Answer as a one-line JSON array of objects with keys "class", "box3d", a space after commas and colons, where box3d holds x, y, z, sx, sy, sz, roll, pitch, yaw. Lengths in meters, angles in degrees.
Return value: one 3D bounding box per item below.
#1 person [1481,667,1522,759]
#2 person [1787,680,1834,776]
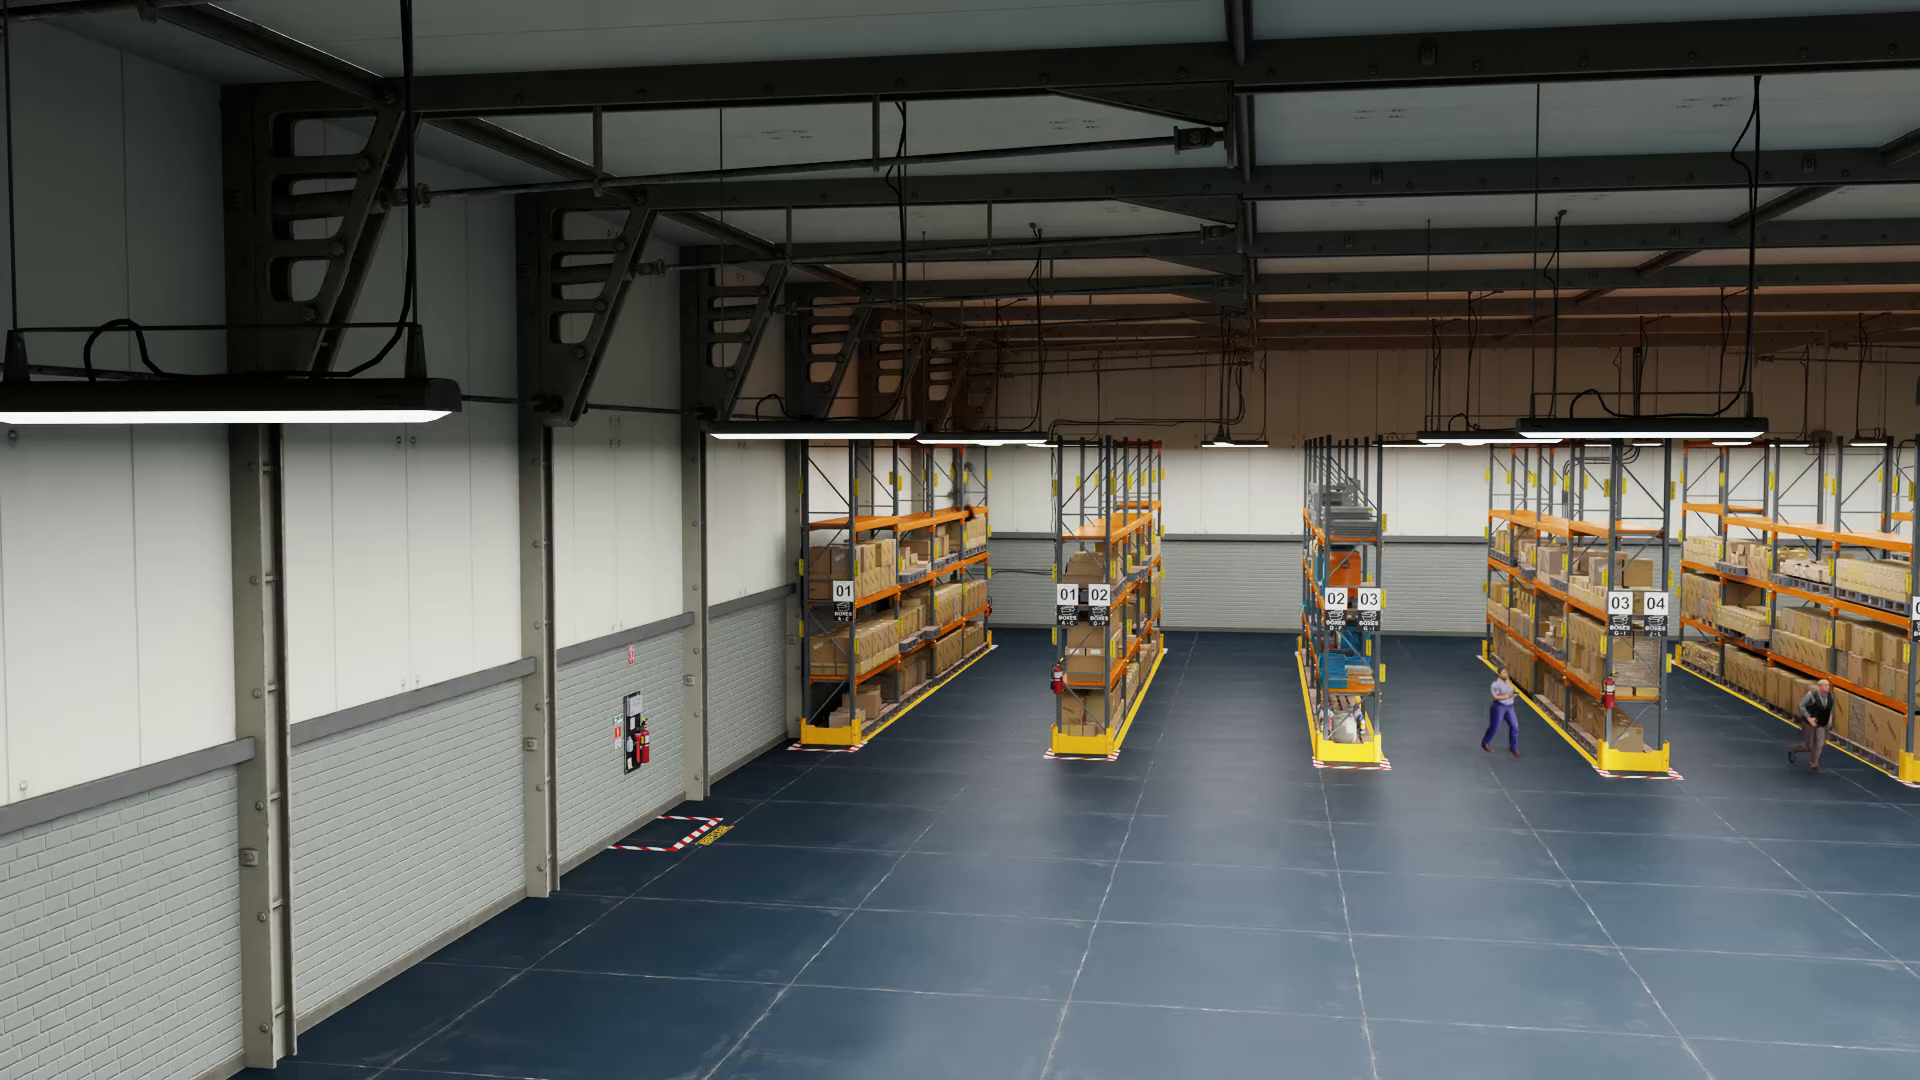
[{"class": "person", "box3d": [10.117, 3.210, 31.067, 0.577, 1.693, 0.816, -2, 3, -26]}, {"class": "person", "box3d": [15.227, 3.295, 29.649, 0.690, 1.679, 0.861, -1, 3, -12]}]
